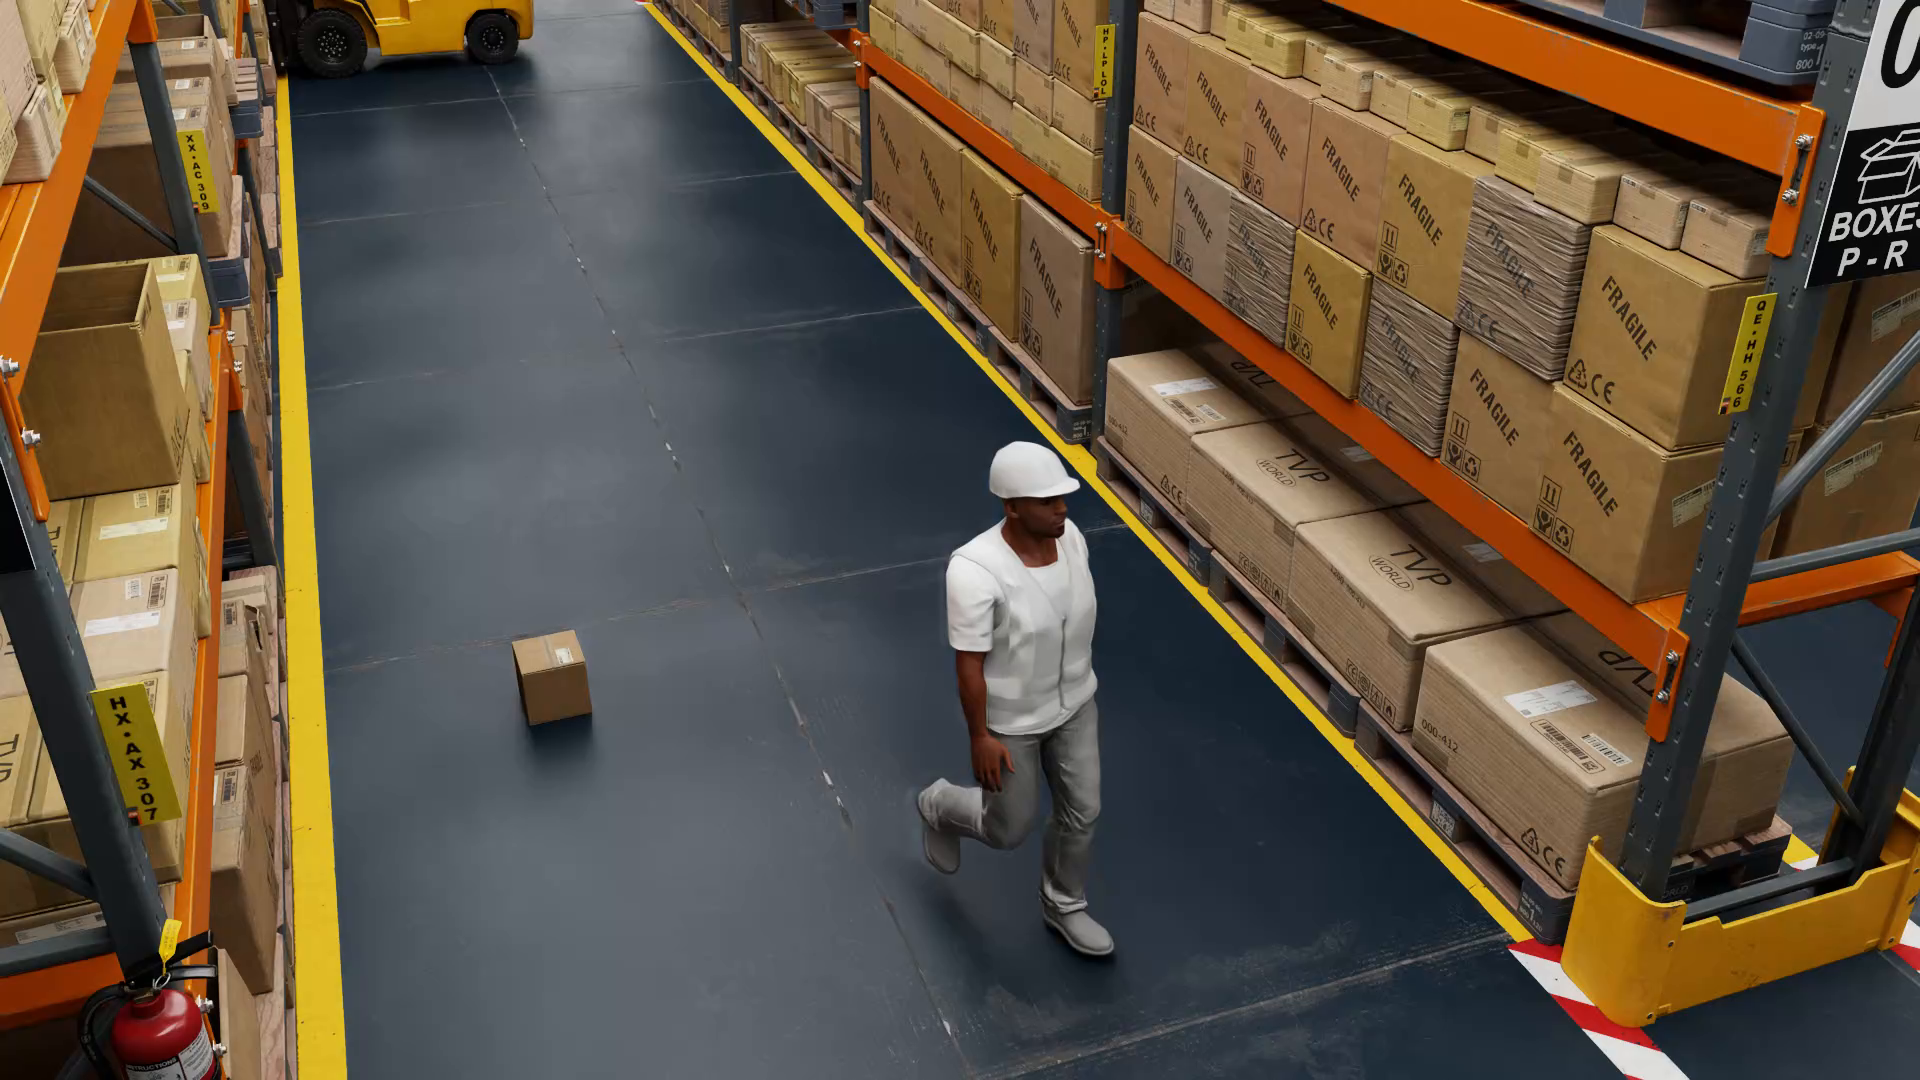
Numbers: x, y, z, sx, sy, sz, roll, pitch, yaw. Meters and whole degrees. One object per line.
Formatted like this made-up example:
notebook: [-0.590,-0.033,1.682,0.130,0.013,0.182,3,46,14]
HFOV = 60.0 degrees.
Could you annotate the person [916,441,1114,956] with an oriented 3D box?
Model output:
person: [0.189,0.486,5.221,0.558,1.741,0.780,-21,36,-32]
